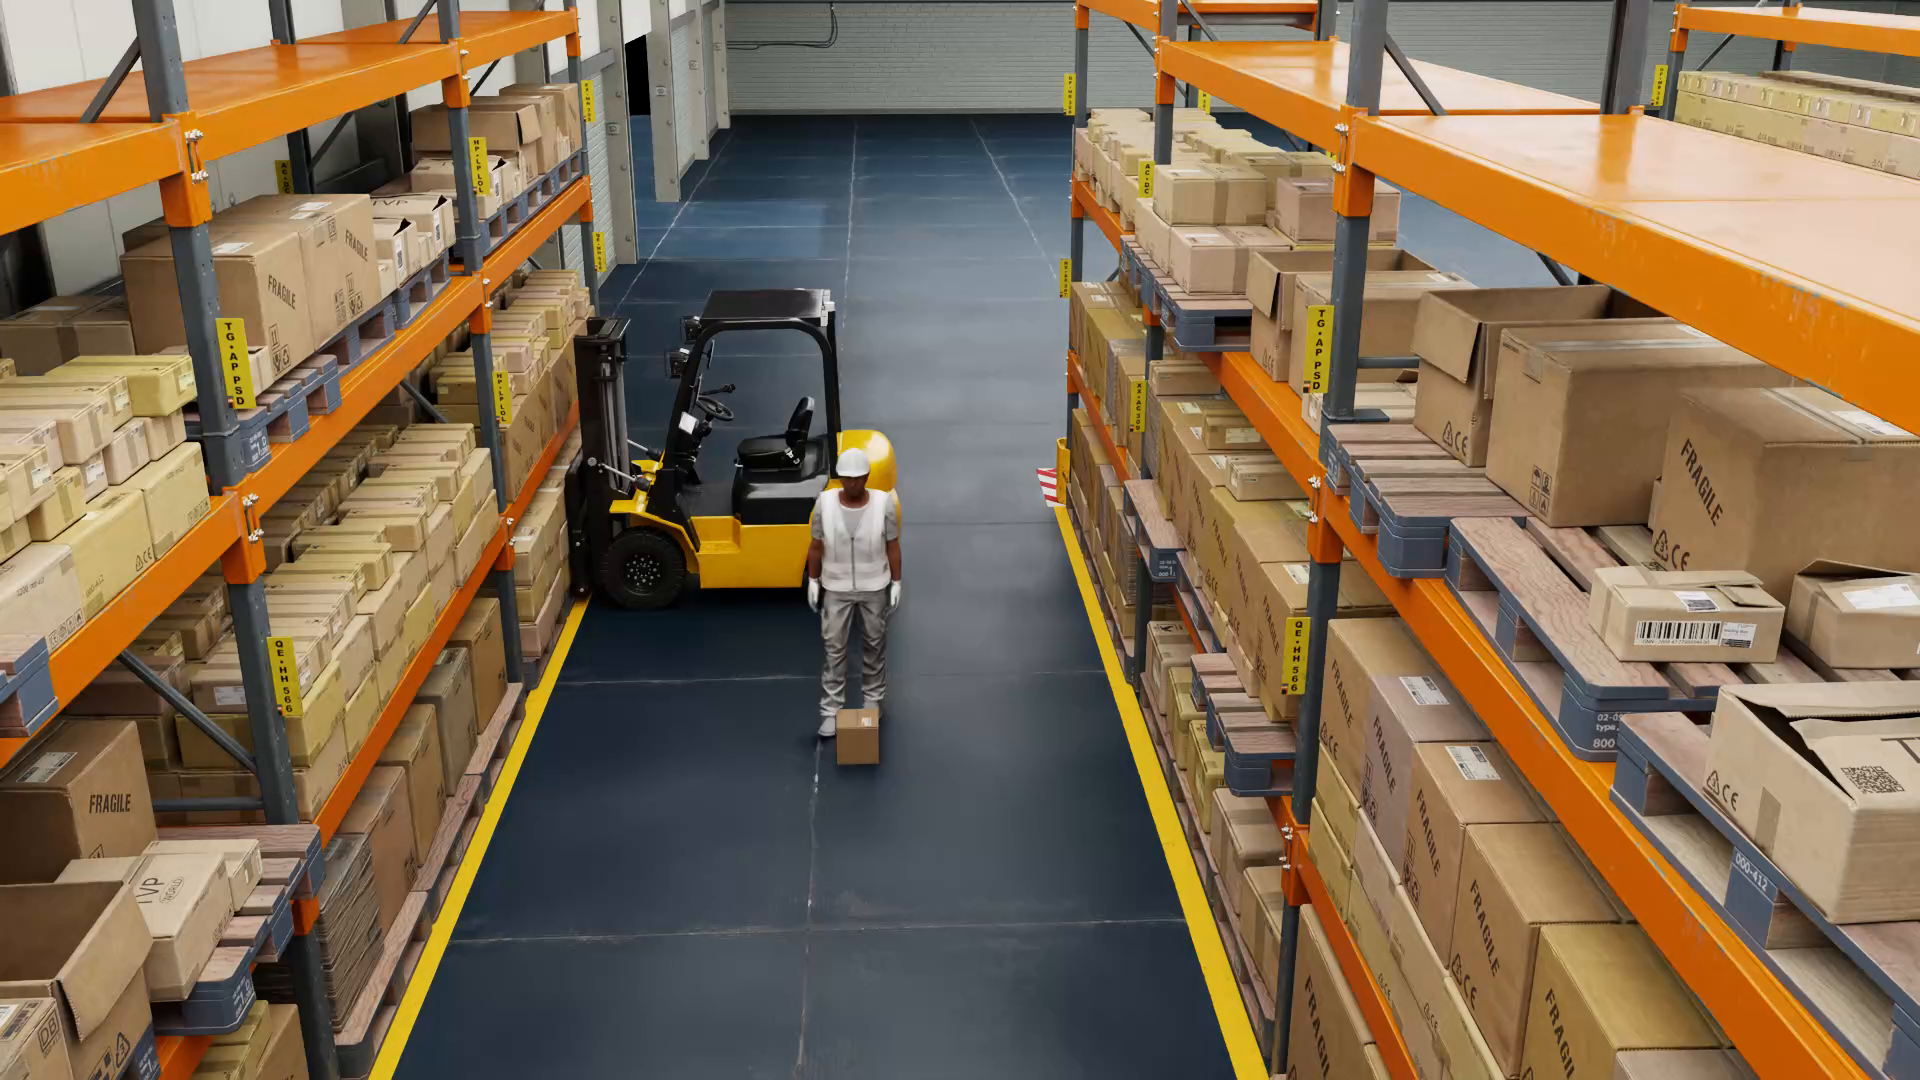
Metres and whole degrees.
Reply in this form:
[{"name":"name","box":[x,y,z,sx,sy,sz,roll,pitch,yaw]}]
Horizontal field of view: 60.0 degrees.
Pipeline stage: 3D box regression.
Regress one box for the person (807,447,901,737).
[{"name":"person","box":[-0.649,0.314,10.175,0.584,1.791,0.546,-1,20,-3]}]
